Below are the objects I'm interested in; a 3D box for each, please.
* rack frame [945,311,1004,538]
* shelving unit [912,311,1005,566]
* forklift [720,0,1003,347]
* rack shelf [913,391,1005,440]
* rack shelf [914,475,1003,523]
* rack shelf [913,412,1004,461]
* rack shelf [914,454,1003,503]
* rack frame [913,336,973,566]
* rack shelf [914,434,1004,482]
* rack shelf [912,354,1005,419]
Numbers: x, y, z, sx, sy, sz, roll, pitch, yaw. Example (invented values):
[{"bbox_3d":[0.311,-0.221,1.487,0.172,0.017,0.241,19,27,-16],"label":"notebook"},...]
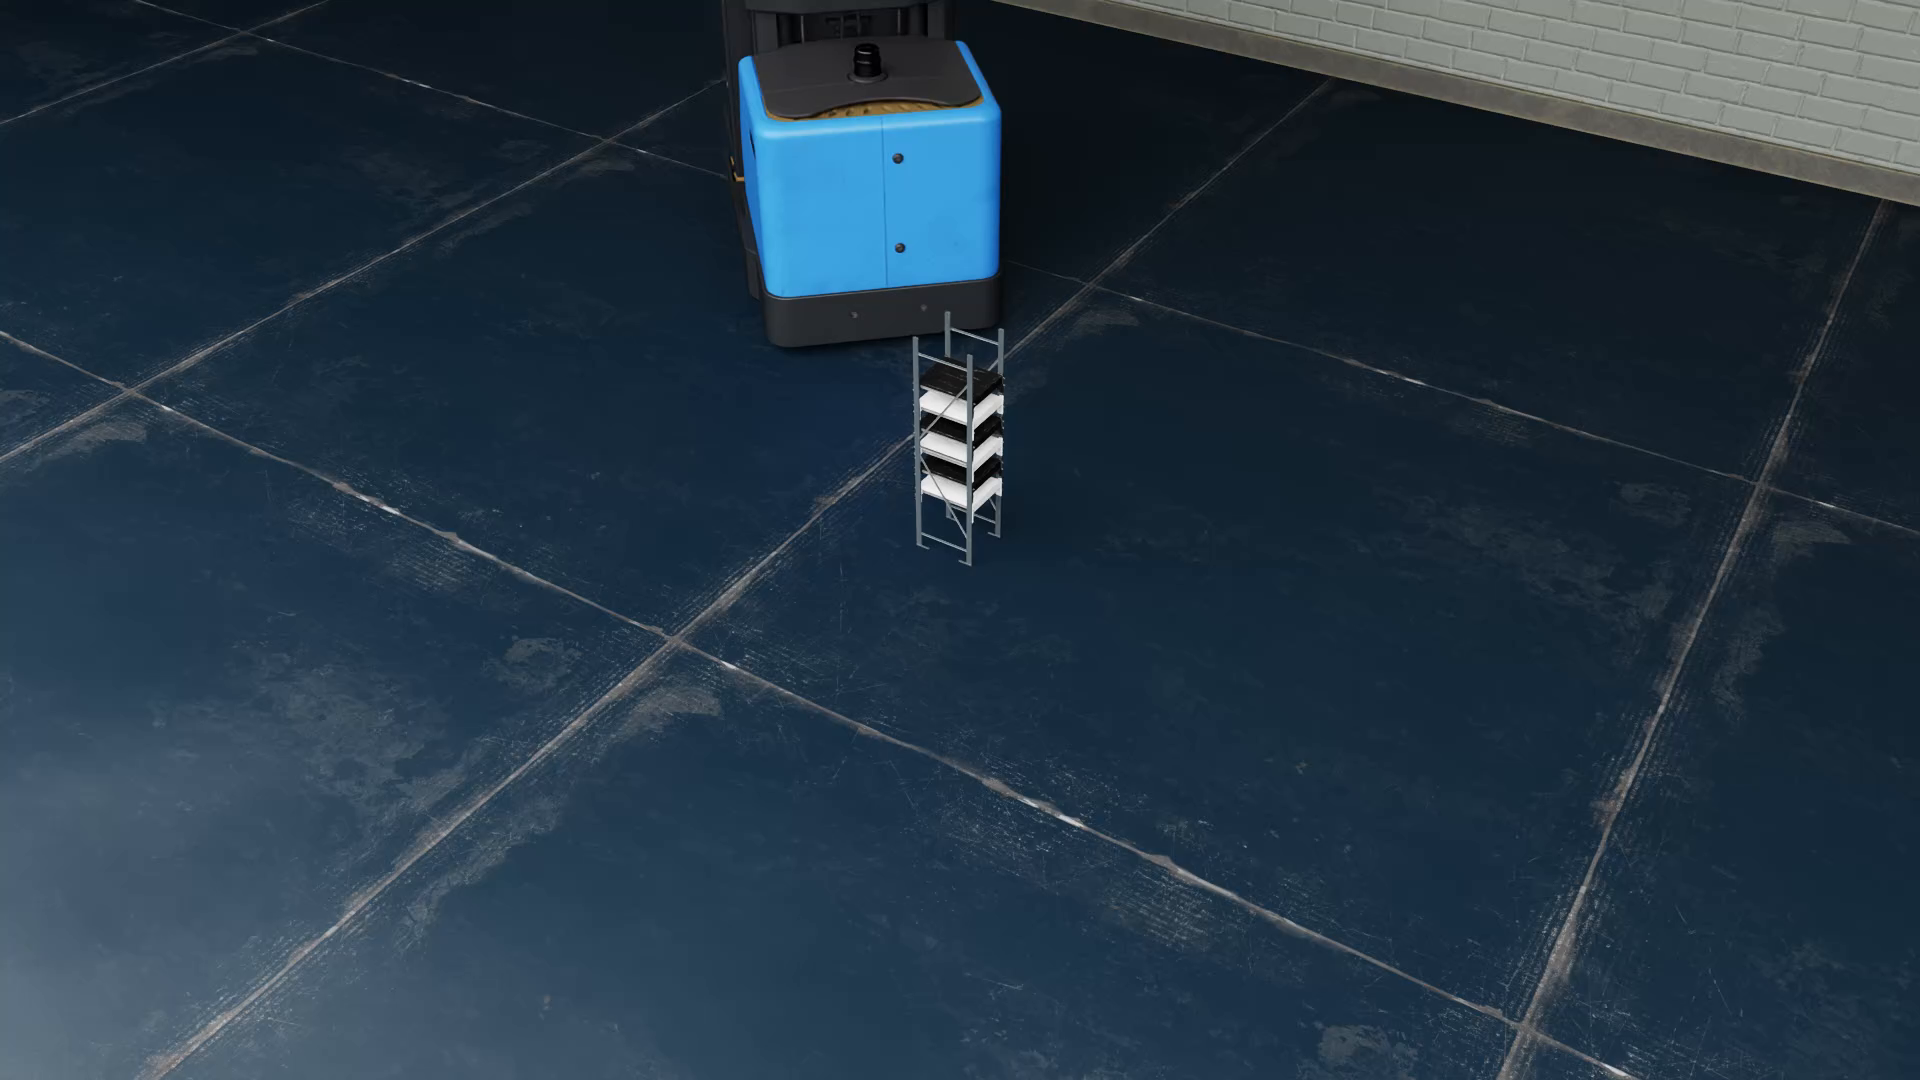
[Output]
[{"bbox_3d":[0.050,-0.405,6.038,0.240,0.900,0.006,21,42,25],"label":"rack frame"},{"bbox_3d":[-0.004,-0.352,5.970,0.258,0.900,0.210,21,42,25],"label":"shelving unit"},{"bbox_3d":[-0.600,-2.896,7.607,1.130,2.935,3.031,-7,38,-9],"label":"forklift"},{"bbox_3d":[-0.004,-0.468,5.880,0.258,0.077,0.200,21,42,25],"label":"rack shelf"},{"bbox_3d":[-0.004,-0.183,6.100,0.258,0.077,0.200,21,42,25],"label":"rack shelf"},{"bbox_3d":[-0.004,-0.397,5.935,0.258,0.077,0.200,21,42,25],"label":"rack shelf"},{"bbox_3d":[-0.004,-0.255,6.045,0.258,0.077,0.200,21,42,25],"label":"rack shelf"},{"bbox_3d":[-0.059,-0.300,5.902,0.240,0.900,0.006,21,42,25],"label":"rack frame"},{"bbox_3d":[-0.004,-0.326,5.990,0.258,0.077,0.200,21,42,25],"label":"rack shelf"},{"bbox_3d":[-0.004,-0.540,5.825,0.258,0.077,0.200,21,42,25],"label":"rack shelf"}]
